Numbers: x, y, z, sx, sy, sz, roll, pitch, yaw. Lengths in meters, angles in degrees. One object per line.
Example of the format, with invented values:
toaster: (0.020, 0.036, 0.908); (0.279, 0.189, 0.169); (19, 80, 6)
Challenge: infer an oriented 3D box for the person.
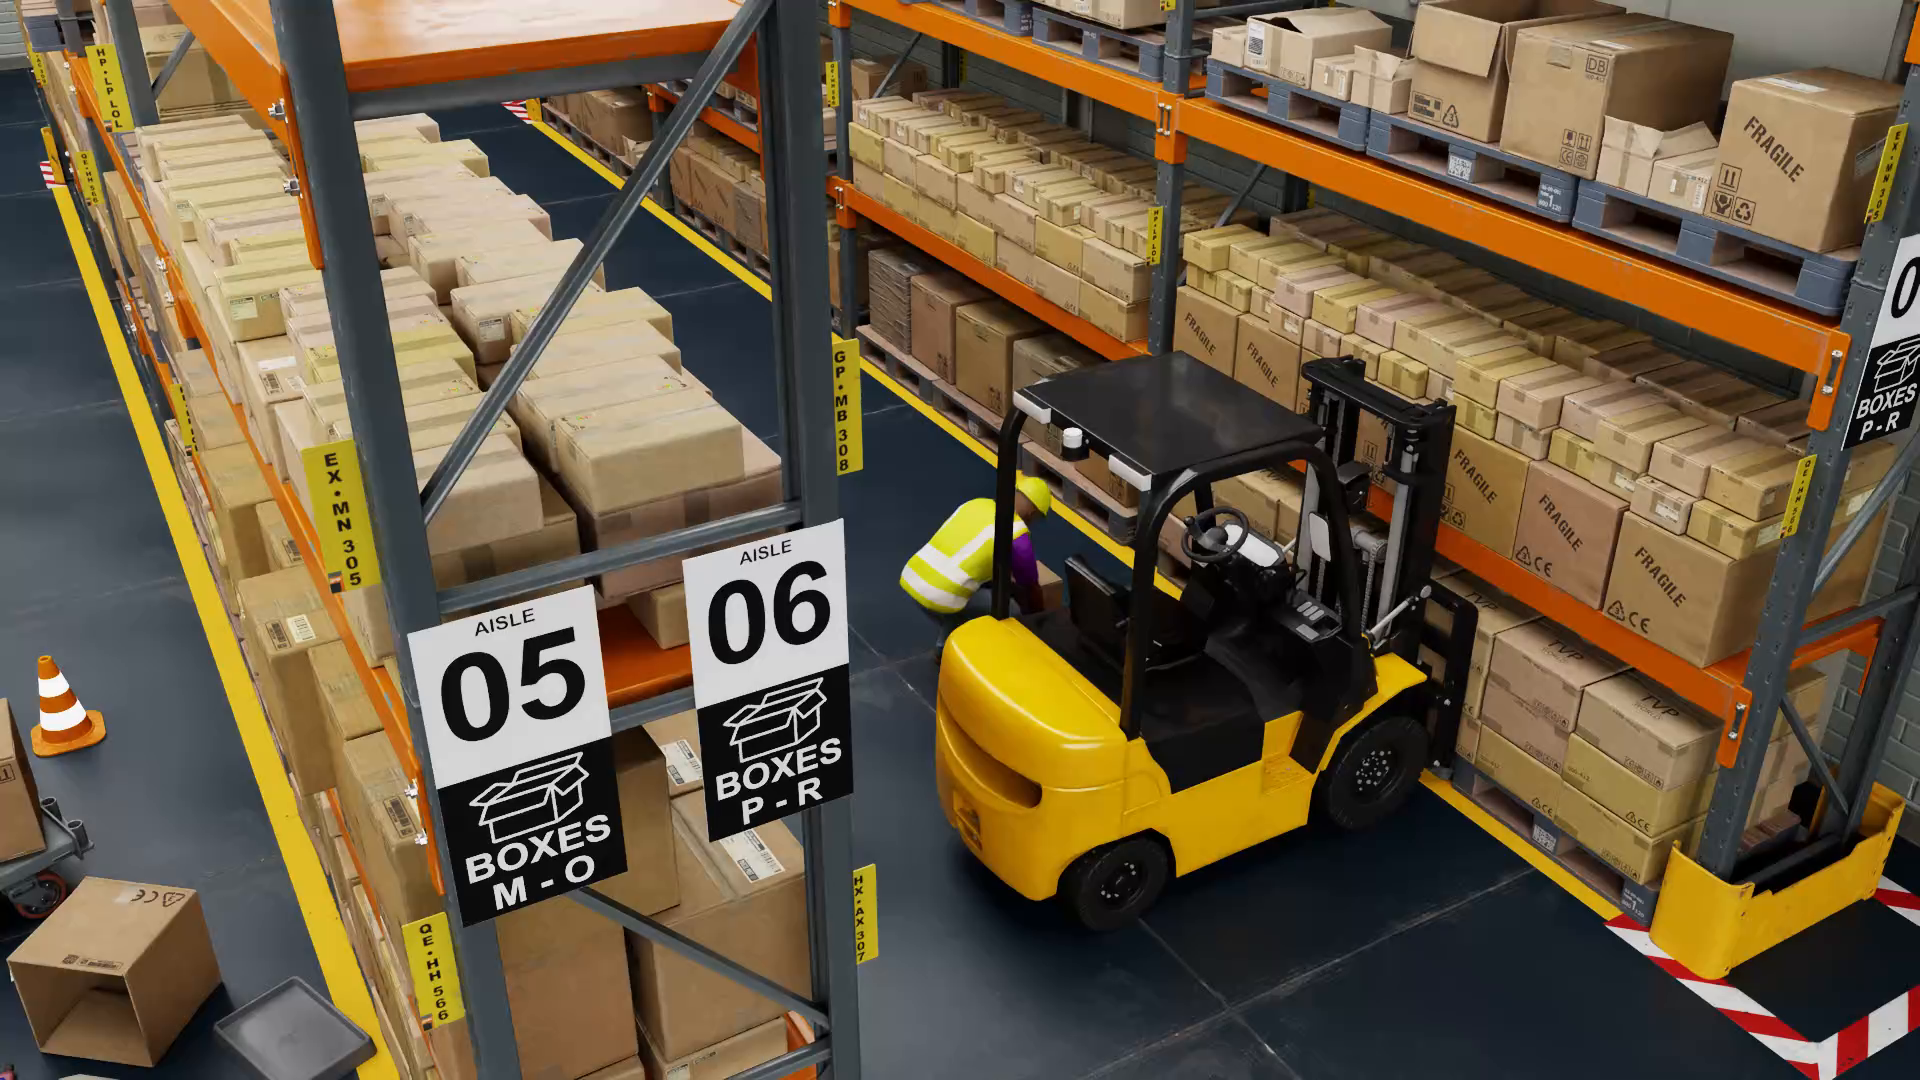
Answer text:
person: (0.107, 0.213, 8.936); (0.905, 1.018, 0.537); (-17, 33, -28)
